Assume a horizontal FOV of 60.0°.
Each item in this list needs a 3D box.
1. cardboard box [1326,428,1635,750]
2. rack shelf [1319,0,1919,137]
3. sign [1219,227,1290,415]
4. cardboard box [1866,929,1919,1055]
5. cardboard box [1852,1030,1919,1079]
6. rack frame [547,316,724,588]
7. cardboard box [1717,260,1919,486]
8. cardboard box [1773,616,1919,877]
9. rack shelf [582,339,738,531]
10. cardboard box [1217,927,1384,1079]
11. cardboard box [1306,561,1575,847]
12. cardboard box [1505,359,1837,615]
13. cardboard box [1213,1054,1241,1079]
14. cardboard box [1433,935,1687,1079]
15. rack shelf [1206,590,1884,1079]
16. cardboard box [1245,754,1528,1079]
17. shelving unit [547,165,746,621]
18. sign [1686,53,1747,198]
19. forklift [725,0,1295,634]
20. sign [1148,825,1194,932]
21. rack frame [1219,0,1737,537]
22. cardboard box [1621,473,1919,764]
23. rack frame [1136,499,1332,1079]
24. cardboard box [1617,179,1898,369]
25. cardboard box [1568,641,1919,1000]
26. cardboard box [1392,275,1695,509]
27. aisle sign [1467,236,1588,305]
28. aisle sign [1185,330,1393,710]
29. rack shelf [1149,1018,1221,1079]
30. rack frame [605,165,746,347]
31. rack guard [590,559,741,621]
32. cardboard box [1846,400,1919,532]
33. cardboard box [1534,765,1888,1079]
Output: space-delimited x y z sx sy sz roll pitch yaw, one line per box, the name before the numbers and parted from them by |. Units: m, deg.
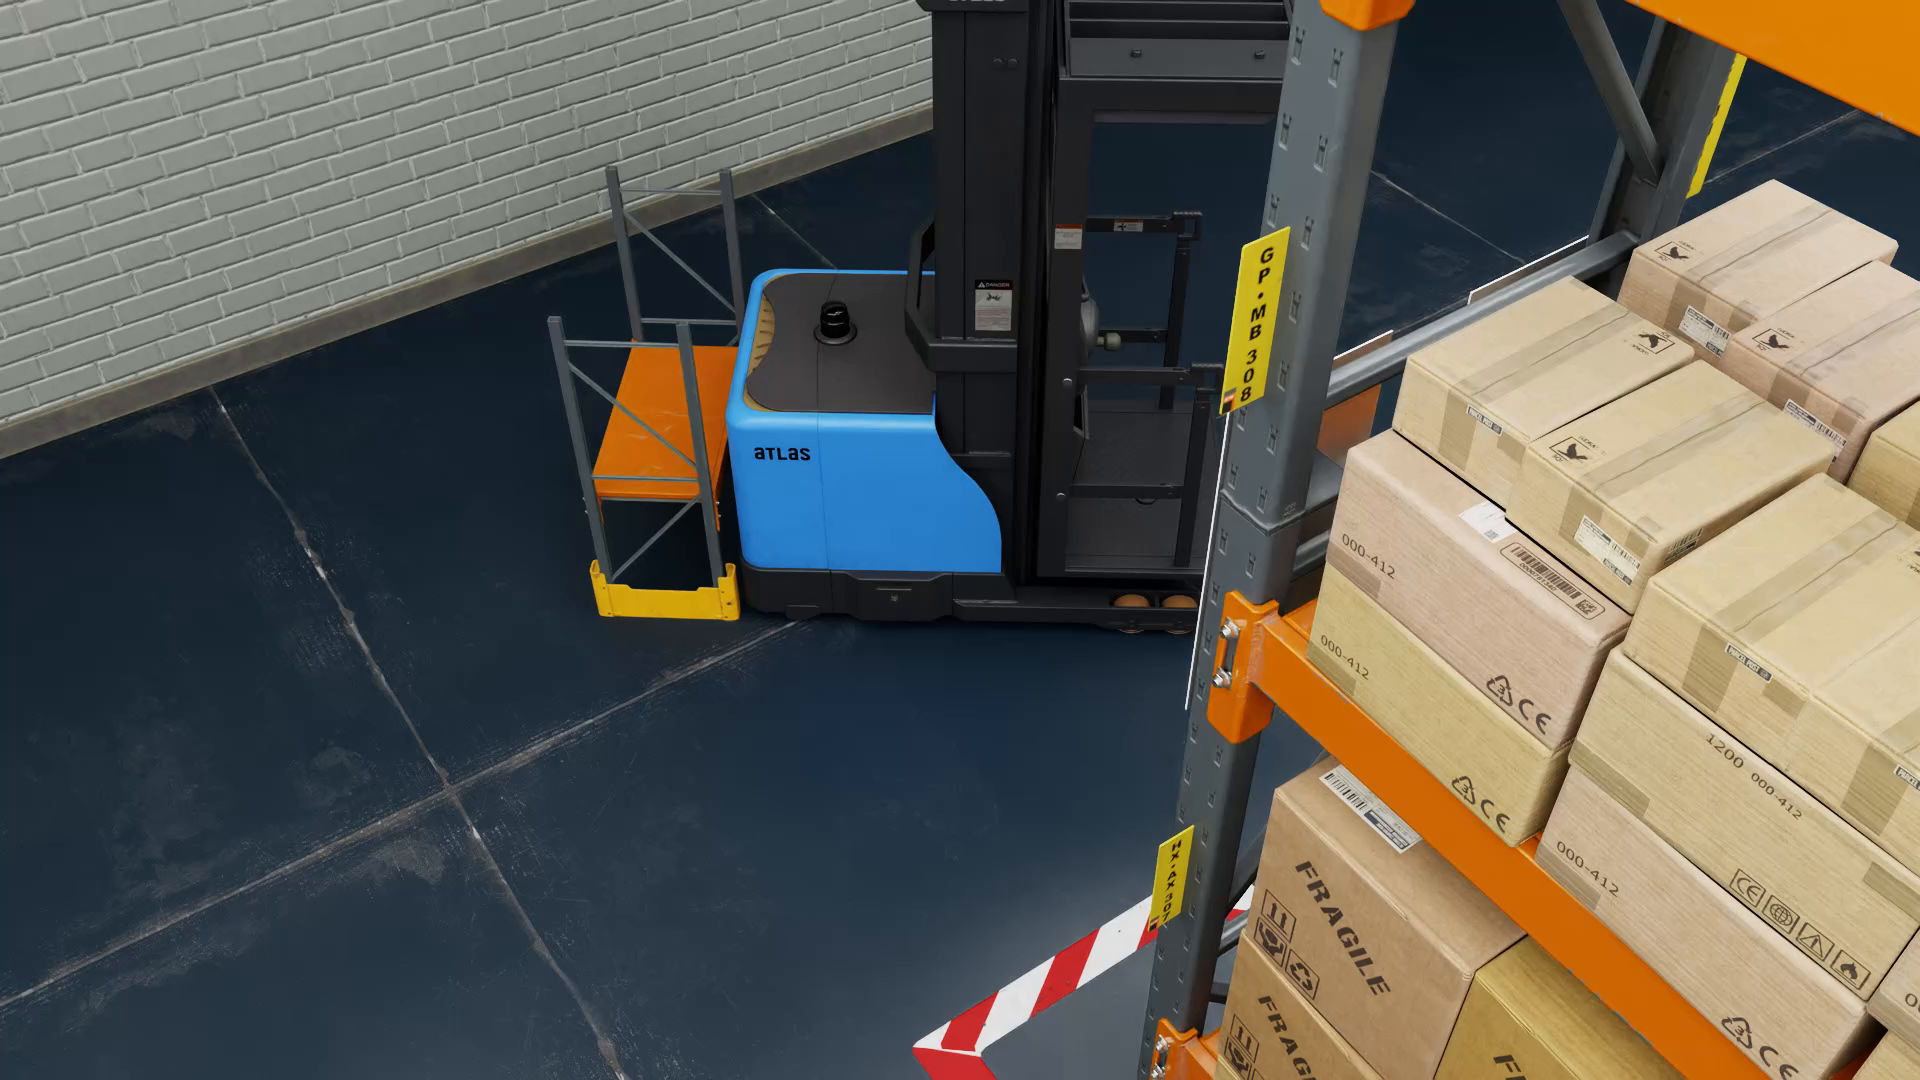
cardboard box | 0.954 -0.009 2.652 0.500 0.250 0.500 -25 49 -24
rack shelf | 2.054 0.070 1.174 1.077 0.370 4.000 -26 49 -24
sign | 0.465 -0.341 2.620 0.100 0.325 0.005 -26 49 -24
cardboard box | 1.527 0.572 2.044 0.500 0.250 0.500 -25 49 -24
cardboard box | 1.560 0.757 2.212 0.500 0.250 0.500 -27 50 -26
rack frame | -1.209 -0.233 6.399 0.500 1.500 0.032 2 44 2
cardboard box | 1.420 -0.268 2.635 0.380 0.149 0.250 -25 49 -24
cardboard box | 1.274 0.236 2.107 0.380 0.149 0.250 -25 49 -24
rack shelf | -1.186 -0.453 6.890 0.538 0.185 1.000 2 44 2
cardboard box | 0.940 1.066 3.665 0.500 0.500 0.500 -23 48 -23
cardboard box | 0.957 0.171 2.826 0.500 0.250 0.500 -24 49 -23
cardboard box | 1.040 -0.085 2.443 0.380 0.149 0.250 -24 49 -23
cardboard box | 0.827 1.250 3.941 0.380 0.149 0.250 -26 49 -25
cardboard box | 1.243 0.983 3.027 0.500 0.500 0.500 -24 49 -23
rack shelf | 2.054 1.154 2.209 1.077 0.370 4.000 -26 49 -24
cardboard box | 0.949 0.700 3.324 0.500 0.500 0.500 -26 49 -25
shelving unit | -1.185 -0.590 6.773 0.587 1.500 1.083 2 44 2
sign | 1.377 -0.767 3.059 0.100 0.325 0.005 -26 49 -24
forklift | 0.630 -1.048 6.217 3.031 2.935 1.130 1 44 1
sign | 0.465 0.747 3.659 0.100 0.325 0.005 -26 49 -24
rack frame | 0.910 -1.324 2.111 1.000 3.000 0.127 -26 49 -24
cardboard box | 1.135 0.098 2.252 0.380 0.149 0.250 -26 49 -24
rack frame | 0.910 0.846 4.182 1.000 3.000 0.127 -26 49 -24
cardboard box | 1.341 -0.438 2.813 0.380 0.149 0.250 -26 50 -25
cardboard box | 1.248 0.281 2.349 0.500 0.250 0.500 -26 50 -25
cardboard box | 0.909 -0.236 2.602 0.380 0.149 0.250 -26 49 -25
aisle sign | 1.114 -0.254 3.452 0.394 0.787 0.004 -26 49 -24
aisle sign | 0.622 -0.017 3.204 0.394 0.787 0.004 -26 49 -24
rack shelf | 2.054 2.239 3.244 1.077 0.370 4.000 -26 49 -24
rack frame | -1.162 -0.934 7.133 0.500 1.500 0.032 2 44 2
rack guard | -1.208 0.206 6.844 0.587 0.250 0.087 2 44 2
cardboard box | 1.550 -0.114 2.474 0.380 0.149 0.250 -27 50 -26
cardboard box | 1.255 0.471 2.512 0.500 0.250 0.500 -24 49 -23
